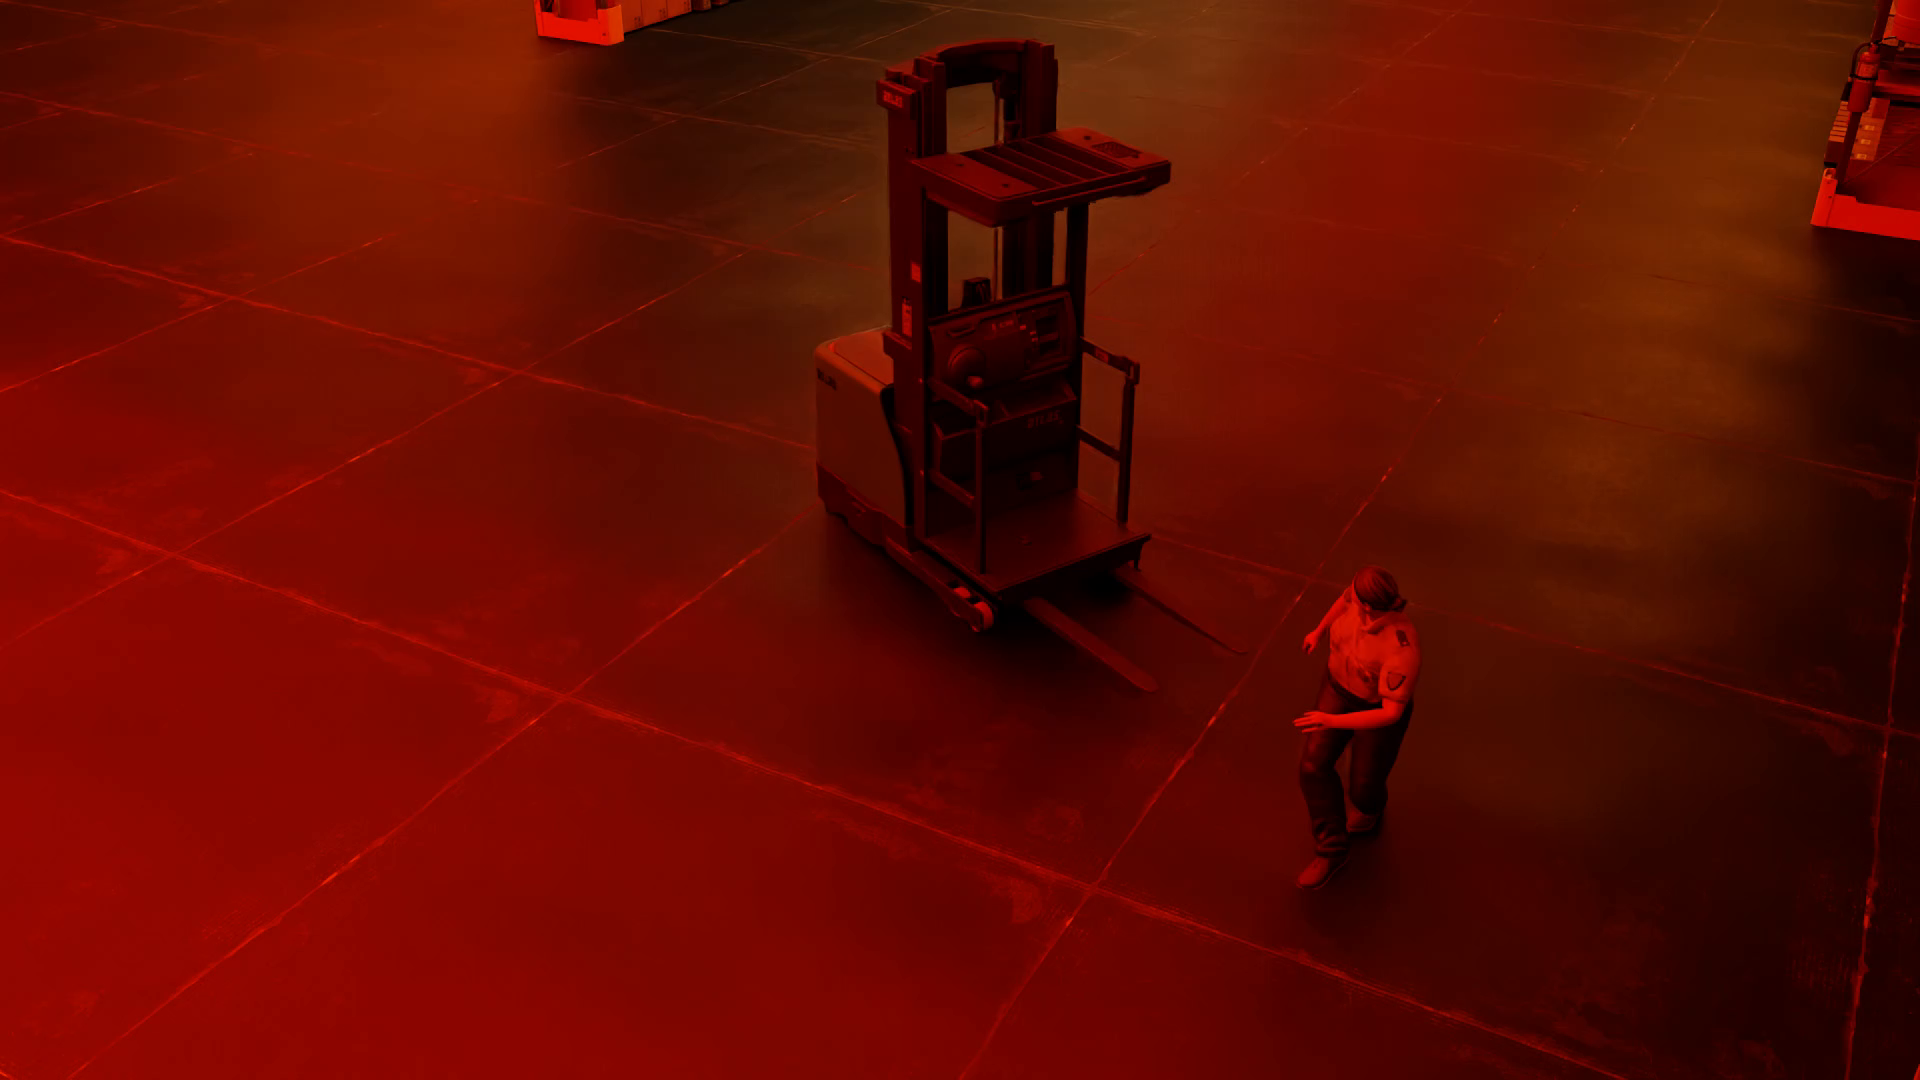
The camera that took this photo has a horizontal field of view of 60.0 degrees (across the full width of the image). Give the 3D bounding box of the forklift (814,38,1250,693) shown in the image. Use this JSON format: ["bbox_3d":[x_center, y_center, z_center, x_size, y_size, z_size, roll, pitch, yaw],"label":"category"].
[{"bbox_3d":[0.364,-1.036,8.866,1.130,2.935,3.031,-19,35,-29],"label":"forklift"}]

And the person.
[{"bbox_3d":[1.644,0.725,7.259,0.787,1.533,0.747,-23,37,-35],"label":"person"}]
